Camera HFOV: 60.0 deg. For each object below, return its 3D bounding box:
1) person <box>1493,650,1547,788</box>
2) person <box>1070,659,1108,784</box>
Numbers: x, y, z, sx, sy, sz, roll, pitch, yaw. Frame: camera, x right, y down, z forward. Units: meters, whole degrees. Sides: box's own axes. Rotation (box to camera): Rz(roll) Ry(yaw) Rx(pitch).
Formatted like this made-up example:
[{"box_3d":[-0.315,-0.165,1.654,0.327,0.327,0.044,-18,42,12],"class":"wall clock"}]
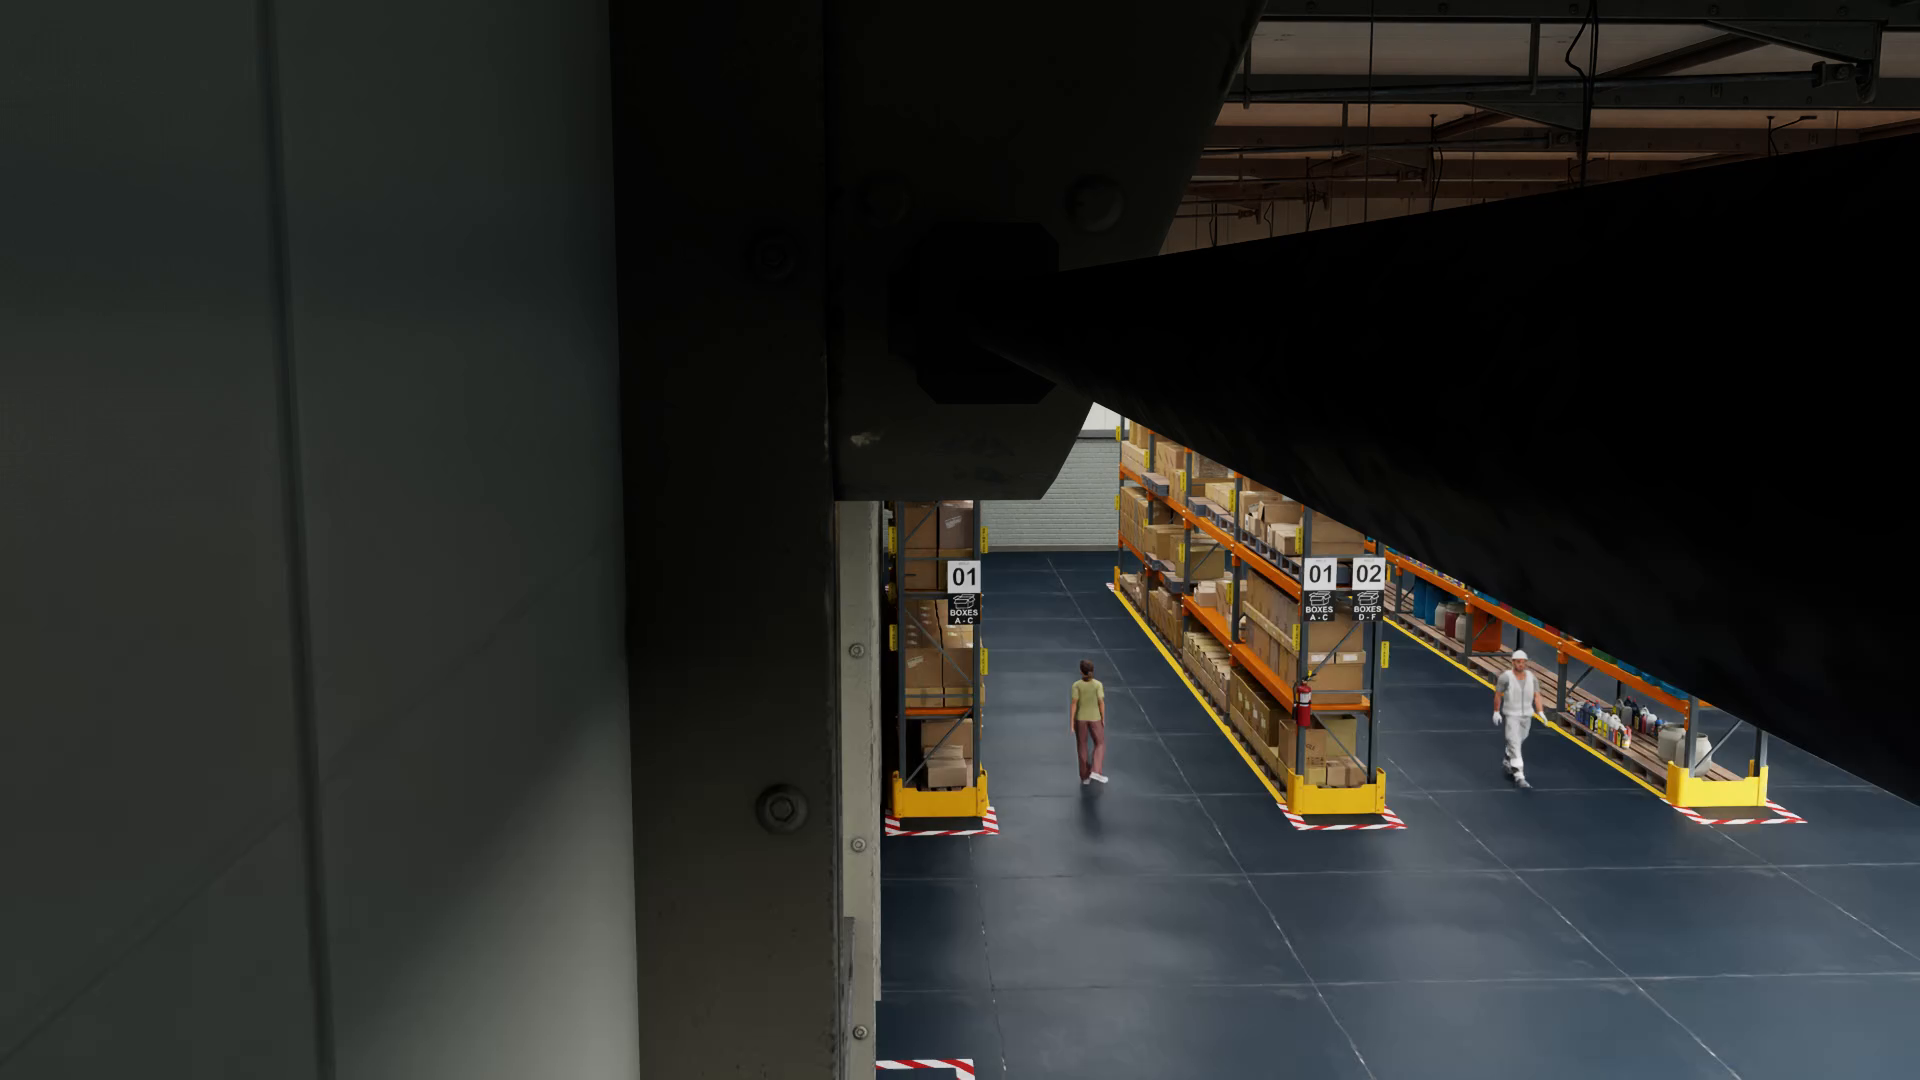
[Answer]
[{"box_3d":[7.367,2.318,21.813,0.554,1.735,1.026,-1,8,-7],"class":"person"},{"box_3d":[1.687,2.391,21.776,0.501,1.667,0.531,0,8,1],"class":"person"}]
